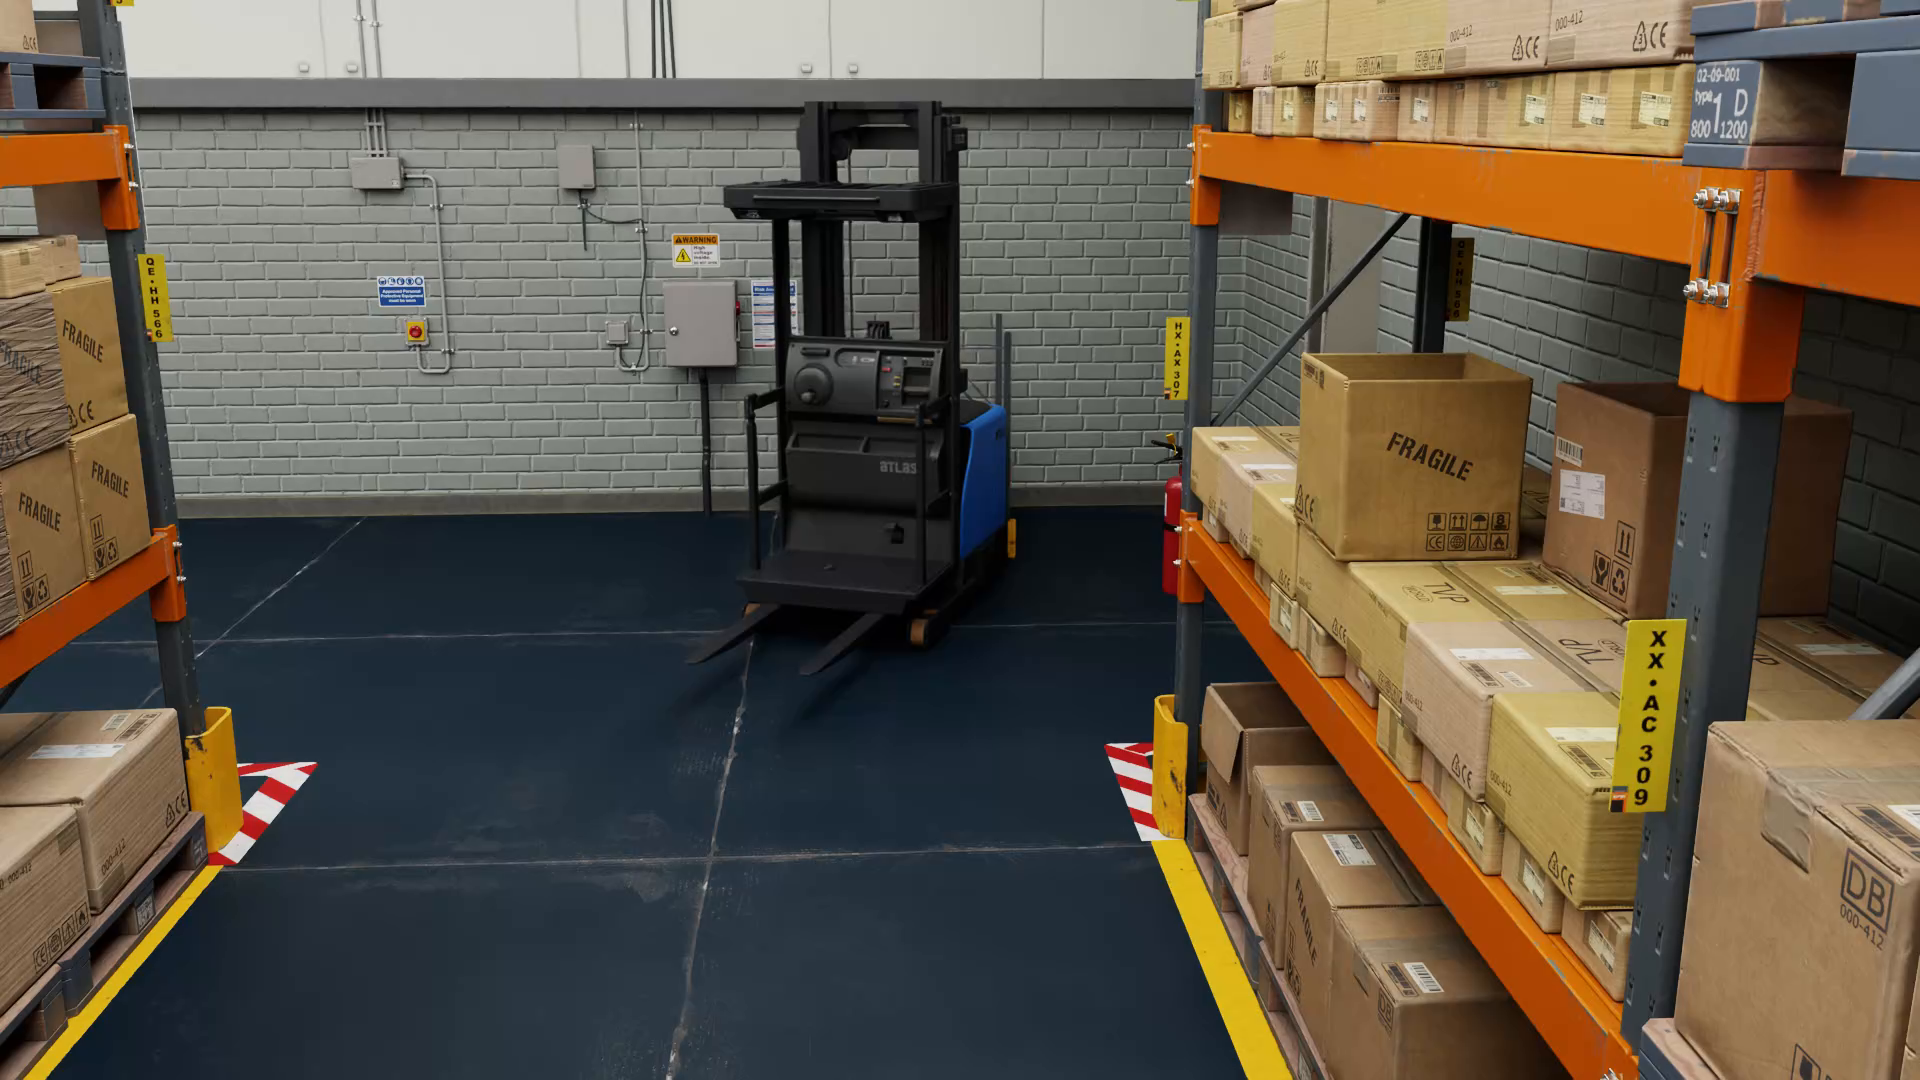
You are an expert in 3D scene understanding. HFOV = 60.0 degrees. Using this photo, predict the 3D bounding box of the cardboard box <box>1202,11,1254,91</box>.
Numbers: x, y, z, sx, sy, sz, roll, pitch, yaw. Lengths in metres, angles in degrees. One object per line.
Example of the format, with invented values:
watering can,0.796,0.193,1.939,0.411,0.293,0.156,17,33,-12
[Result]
cardboard box,1.153,-1.711,5.842,0.500,0.250,0.500,-1,14,-4

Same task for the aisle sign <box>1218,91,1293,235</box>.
aisle sign,1.101,-1.573,6.404,0.394,0.787,0.004,-1,14,-3

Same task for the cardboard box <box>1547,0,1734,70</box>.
cardboard box,1.366,-0.947,2.873,0.500,0.250,0.500,-1,14,-3

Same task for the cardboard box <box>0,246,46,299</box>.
cardboard box,-3.194,-0.859,5.337,0.380,0.149,0.250,-1,14,-4

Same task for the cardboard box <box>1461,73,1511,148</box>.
cardboard box,1.298,-0.912,3.535,0.380,0.149,0.250,-1,14,-4

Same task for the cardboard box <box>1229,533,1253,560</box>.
cardboard box,1.207,-0.032,6.134,0.380,0.149,0.250,-1,14,-2

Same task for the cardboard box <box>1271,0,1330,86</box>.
cardboard box,1.224,-1.458,4.857,0.500,0.250,0.500,-1,14,-5

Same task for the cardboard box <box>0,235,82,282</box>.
cardboard box,-3.334,-0.985,5.826,0.380,0.149,0.250,-1,14,-3

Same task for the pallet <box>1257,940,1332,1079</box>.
pallet,1.526,1.569,5.007,1.003,0.211,1.213,-1,14,-3

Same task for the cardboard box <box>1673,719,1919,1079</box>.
cardboard box,1.453,0.565,2.268,0.700,0.500,0.500,-1,14,-2

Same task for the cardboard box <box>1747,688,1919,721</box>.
cardboard box,1.885,0.494,3.290,0.500,0.250,0.500,-1,14,-4

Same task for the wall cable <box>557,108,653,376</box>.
wall cable,-2.514,-2.143,11.797,0.588,1.984,0.122,-1,14,-3

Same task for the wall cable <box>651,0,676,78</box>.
wall cable,-0.656,-4.603,11.281,2.988,3.039,0.133,-1,14,-3

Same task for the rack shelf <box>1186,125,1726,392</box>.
rack shelf,1.522,-0.909,4.462,1.077,0.370,4.000,-1,14,-3

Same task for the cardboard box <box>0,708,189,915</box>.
cardboard box,-3.415,0.976,6.013,0.875,0.438,0.875,-1,14,-5

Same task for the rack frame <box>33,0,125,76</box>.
rack frame,-3.556,-3.130,5.631,1.000,3.000,0.127,-1,14,-3

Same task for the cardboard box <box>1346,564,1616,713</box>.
cardboard box,1.308,0.250,4.239,0.500,0.250,0.500,-1,14,-4

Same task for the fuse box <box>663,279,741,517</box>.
fuse box,-1.823,-0.998,11.973,0.539,1.711,0.414,-1,14,-3

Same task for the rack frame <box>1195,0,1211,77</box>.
rack frame,1.398,-3.207,5.932,1.000,3.000,0.127,-1,14,-3

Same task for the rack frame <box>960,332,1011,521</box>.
rack frame,0.079,-0.611,10.893,0.500,1.500,0.032,0,14,-2

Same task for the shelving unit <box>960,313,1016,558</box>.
shelving unit,0.062,-0.740,11.394,0.587,1.500,1.083,0,14,-2

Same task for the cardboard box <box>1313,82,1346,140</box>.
cardboard box,1.184,-1.167,4.528,0.380,0.149,0.250,-1,14,-3

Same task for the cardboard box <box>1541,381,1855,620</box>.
cardboard box,1.819,-0.116,4.157,0.500,0.500,0.500,-1,14,-5

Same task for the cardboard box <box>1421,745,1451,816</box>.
cardboard box,1.307,0.545,3.893,0.380,0.149,0.250,-1,14,-2

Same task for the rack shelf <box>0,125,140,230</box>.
rack shelf,-3.432,-0.831,4.161,1.077,0.370,4.000,-1,14,-3

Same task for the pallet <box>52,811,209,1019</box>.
pallet,-3.428,1.324,5.958,1.003,0.211,1.213,-1,14,-3

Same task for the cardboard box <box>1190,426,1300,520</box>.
cardboard box,1.157,-0.256,6.207,0.500,0.250,0.500,-1,14,-3

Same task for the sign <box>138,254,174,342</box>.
sign,-3.013,-0.905,6.224,0.100,0.325,0.005,-1,14,-3

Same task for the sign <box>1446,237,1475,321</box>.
sign,1.953,-1.019,6.510,0.100,0.325,0.005,-1,14,-3

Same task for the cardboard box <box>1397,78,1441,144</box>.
cardboard box,1.289,-1.041,4.039,0.380,0.149,0.250,-1,14,-3

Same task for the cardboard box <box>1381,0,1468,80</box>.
cardboard box,1.303,-1.204,3.870,0.500,0.250,0.500,-1,14,-2

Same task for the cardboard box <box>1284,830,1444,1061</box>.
cardboard box,1.289,1.205,4.996,0.500,0.500,0.500,-1,14,-2

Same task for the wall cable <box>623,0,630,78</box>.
wall cable,-3.438,-4.551,11.155,2.355,3.000,0.029,-1,14,-3

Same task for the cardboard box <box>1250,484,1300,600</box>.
cardboard box,1.224,-0.005,5.230,0.500,0.250,0.500,-1,14,-4

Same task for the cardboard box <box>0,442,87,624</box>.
cardboard box,-3.246,-0.032,5.429,0.500,0.500,0.500,-1,14,-5

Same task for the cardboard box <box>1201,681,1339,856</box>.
cardboard box,1.342,0.857,6.342,0.797,0.503,0.637,-1,15,-6

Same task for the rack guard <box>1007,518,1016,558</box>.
rack guard,0.079,-0.011,11.068,0.587,0.250,0.087,0,14,-2

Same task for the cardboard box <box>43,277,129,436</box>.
cardboard box,-3.288,-0.641,5.790,0.500,0.500,0.500,0,14,-2

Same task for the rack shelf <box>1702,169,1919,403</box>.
rack shelf,1.770,0.086,0.596,1.077,0.370,4.000,-1,14,-3

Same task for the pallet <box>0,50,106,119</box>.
pallet,-3.499,-1.450,5.299,1.003,0.211,1.213,-1,14,-3

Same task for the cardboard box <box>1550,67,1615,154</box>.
cardboard box,1.317,-0.784,3.038,0.380,0.149,0.250,-1,14,-4

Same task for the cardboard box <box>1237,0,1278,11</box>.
cardboard box,1.188,-1.827,5.289,0.500,0.250,0.500,-1,14,-4

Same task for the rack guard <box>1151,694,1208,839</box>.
rack guard,1.403,0.928,6.918,1.175,0.500,0.348,-1,14,-3

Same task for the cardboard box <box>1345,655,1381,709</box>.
cardboard box,1.296,0.355,4.630,0.380,0.149,0.250,-1,14,-4

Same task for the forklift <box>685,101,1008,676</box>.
forklift,-0.609,-0.932,9.267,1.130,2.935,3.031,4,15,16

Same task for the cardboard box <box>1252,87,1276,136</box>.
cardboard box,1.140,-1.358,5.267,0.380,0.149,0.250,-1,14,-2

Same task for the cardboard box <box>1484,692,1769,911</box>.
cardboard box,1.371,0.499,3.273,0.500,0.250,0.500,-1,14,-2

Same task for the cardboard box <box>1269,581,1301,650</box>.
cardboard box,1.175,0.227,5.129,0.380,0.149,0.250,-1,14,-5

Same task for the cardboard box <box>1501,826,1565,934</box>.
cardboard box,1.336,0.675,3.388,0.380,0.149,0.250,0,14,-2

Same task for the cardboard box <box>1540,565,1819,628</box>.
cardboard box,1.817,0.241,4.273,0.500,0.250,0.500,-1,14,-2

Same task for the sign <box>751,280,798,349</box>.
sign,-1.343,-1.636,12.054,0.329,0.494,0.001,-1,14,-3

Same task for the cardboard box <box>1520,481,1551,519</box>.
cardboard box,1.748,-0.011,5.255,0.500,0.250,0.500,0,14,-2

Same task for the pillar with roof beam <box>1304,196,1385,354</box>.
pillar with roof beam,-2.166,-3.825,8.334,9.100,9.000,0.400,-1,14,-3
